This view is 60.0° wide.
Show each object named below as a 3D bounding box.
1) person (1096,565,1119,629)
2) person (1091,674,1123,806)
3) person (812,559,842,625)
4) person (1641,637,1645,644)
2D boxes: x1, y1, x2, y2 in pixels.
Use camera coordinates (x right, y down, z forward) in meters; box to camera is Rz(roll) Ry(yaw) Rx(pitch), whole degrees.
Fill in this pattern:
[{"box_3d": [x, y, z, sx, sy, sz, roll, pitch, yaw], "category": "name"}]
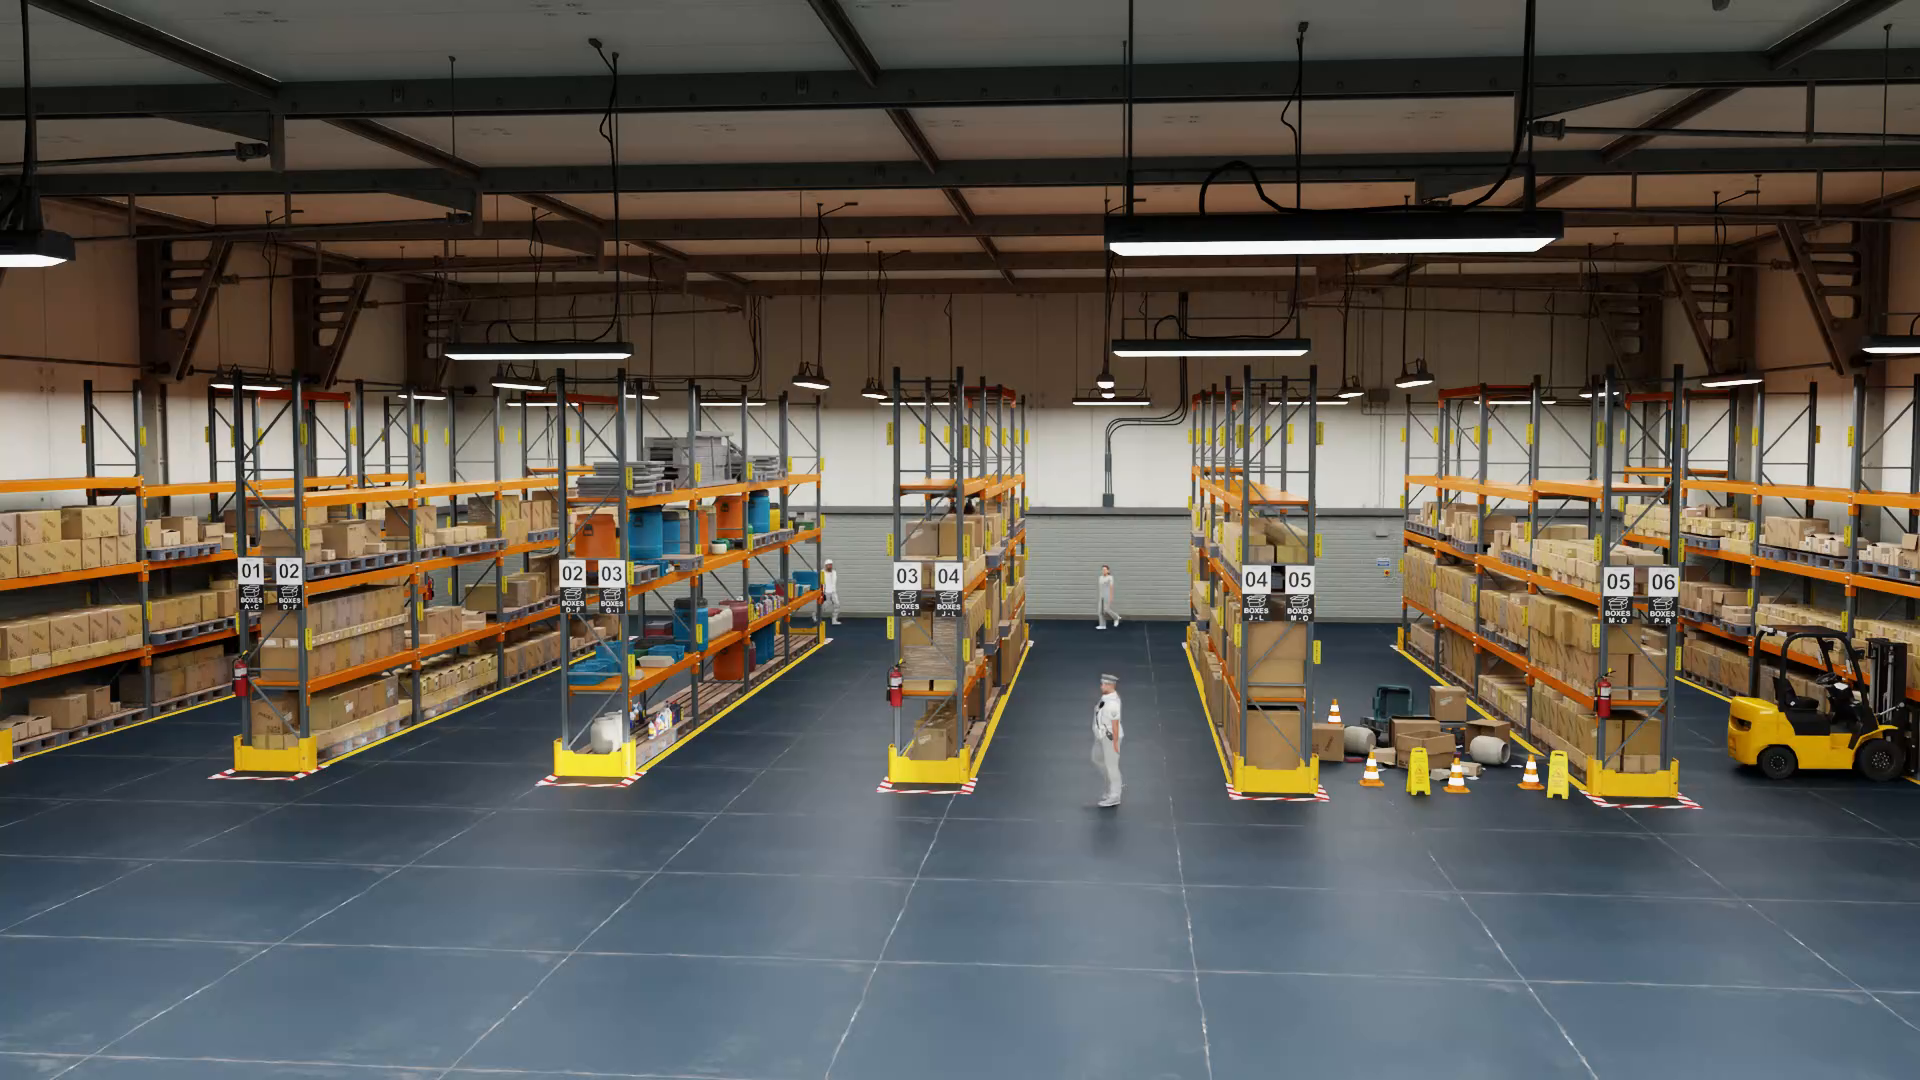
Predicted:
[{"box_3d": [3.804, 1.480, 43.093, 0.630, 1.657, 0.461, -3, 4, -35], "category": "person"}, {"box_3d": [2.025, 2.709, 22.677, 0.447, 1.779, 0.618, -1, 4, -9], "category": "person"}, {"box_3d": [-3.528, 1.379, 44.157, 0.857, 1.741, 0.591, 2, 4, 34], "category": "person"}, {"box_3d": [11.389, 2.409, 28.298, 0.490, 1.672, 0.549, -2, 4, -34], "category": "person"}]
